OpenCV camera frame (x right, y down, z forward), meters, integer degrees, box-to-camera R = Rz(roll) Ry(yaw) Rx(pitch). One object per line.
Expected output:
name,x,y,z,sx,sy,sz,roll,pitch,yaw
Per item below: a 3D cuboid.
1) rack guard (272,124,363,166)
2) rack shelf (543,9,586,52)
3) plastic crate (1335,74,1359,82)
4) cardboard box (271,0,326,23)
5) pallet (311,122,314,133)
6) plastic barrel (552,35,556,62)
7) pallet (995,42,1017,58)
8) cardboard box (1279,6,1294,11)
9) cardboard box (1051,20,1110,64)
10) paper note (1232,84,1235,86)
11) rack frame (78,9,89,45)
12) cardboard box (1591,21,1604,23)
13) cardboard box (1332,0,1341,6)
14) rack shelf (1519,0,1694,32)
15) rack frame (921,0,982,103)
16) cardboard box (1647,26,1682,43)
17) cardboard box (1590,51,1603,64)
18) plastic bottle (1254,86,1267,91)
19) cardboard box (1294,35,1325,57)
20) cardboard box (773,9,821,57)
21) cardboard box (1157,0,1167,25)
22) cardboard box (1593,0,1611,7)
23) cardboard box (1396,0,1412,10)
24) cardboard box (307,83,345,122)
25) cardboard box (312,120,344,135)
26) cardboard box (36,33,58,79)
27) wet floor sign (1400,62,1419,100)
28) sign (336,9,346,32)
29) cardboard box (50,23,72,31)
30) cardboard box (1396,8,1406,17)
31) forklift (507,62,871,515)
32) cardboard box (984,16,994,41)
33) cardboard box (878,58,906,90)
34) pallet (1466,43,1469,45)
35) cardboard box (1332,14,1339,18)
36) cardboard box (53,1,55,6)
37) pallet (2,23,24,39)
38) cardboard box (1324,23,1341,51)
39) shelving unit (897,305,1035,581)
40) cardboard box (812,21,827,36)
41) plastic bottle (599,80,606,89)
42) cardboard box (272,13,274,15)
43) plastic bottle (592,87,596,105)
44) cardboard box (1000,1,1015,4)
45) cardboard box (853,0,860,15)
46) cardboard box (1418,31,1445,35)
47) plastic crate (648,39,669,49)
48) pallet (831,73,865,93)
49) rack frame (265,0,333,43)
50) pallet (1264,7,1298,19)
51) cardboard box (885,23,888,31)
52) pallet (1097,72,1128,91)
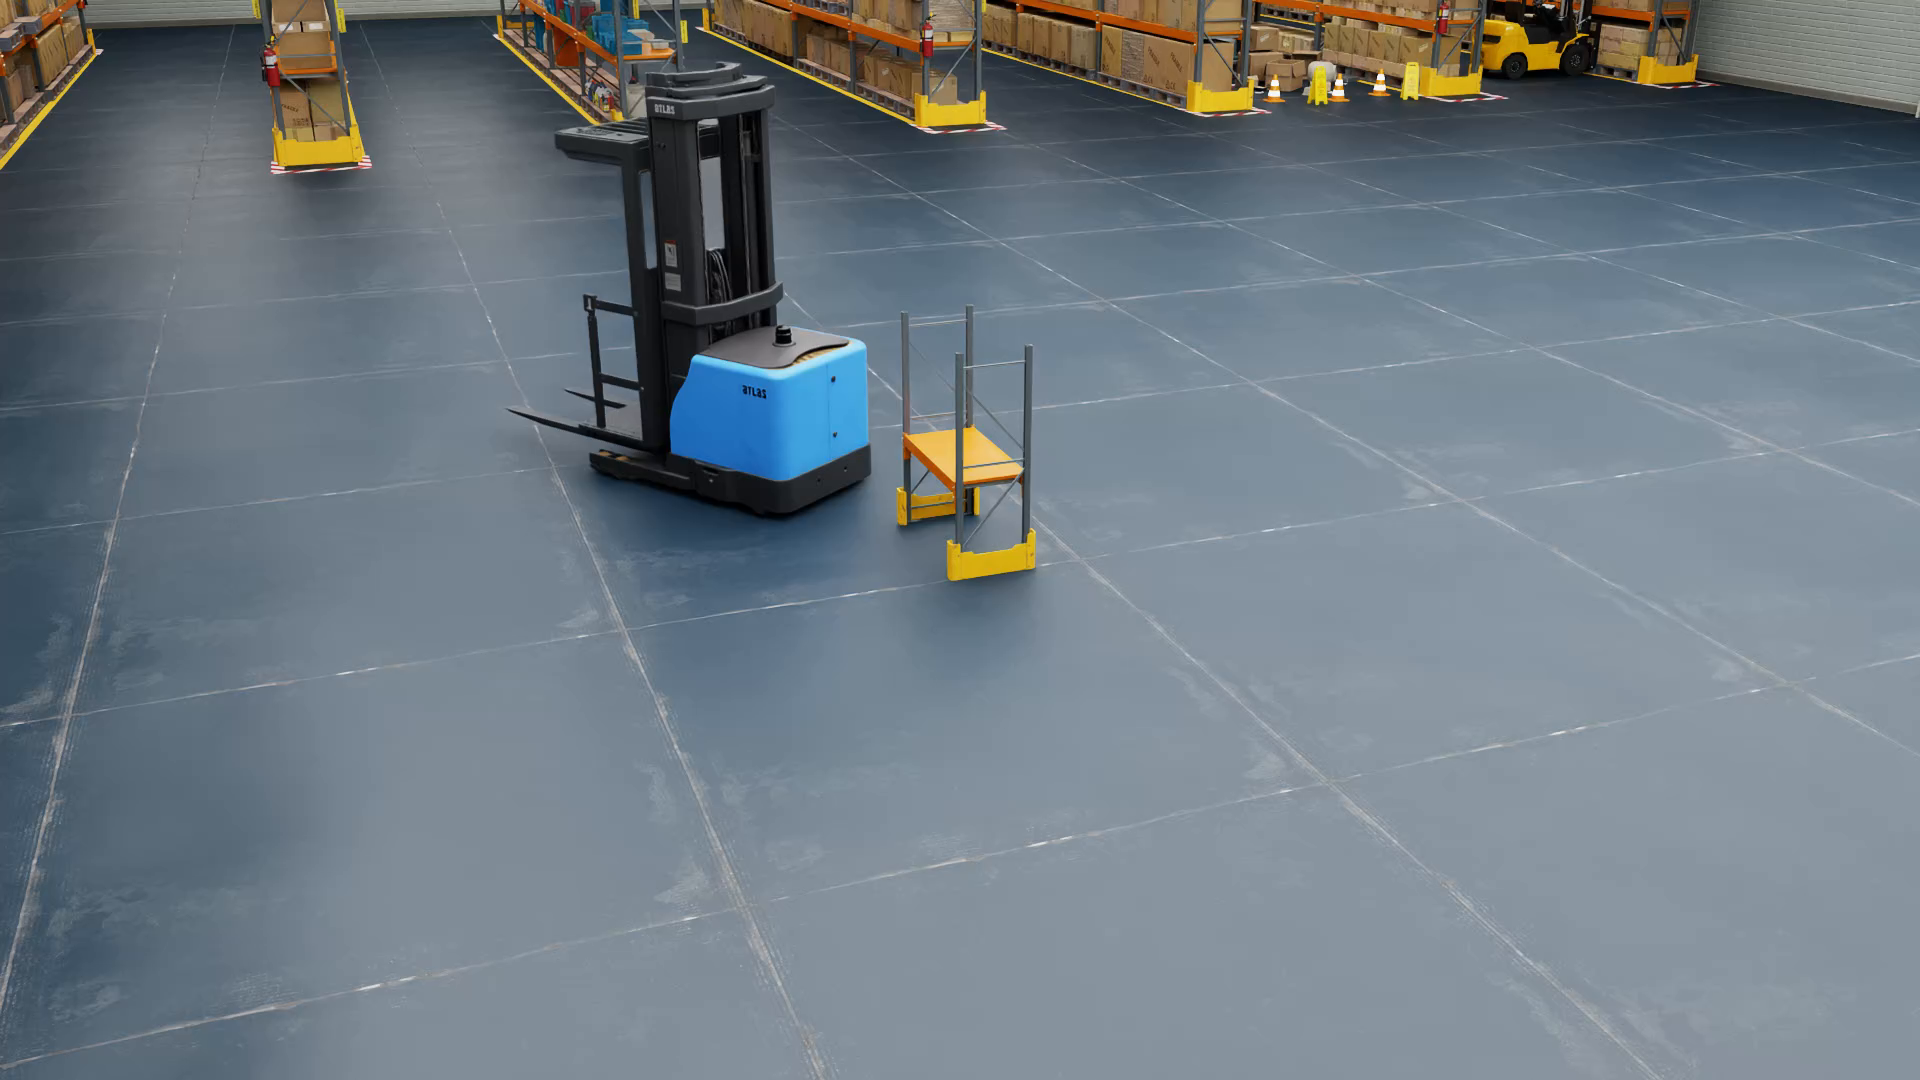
rack guard,-9.393,-5.783,24.328,1.175,0.500,0.348,-8,24,-19
rack shelf,-6.886,-9.471,30.785,1.077,0.370,4.000,-8,24,-19
plastic crate,7.513,-9.087,32.706,0.402,0.080,0.583,-18,29,-37
cardboard box,-9.573,-7.778,24.044,0.700,0.500,0.500,-8,24,-19
pallet,-10.138,-6.374,26.100,1.003,0.211,1.213,-8,24,-19
plastic barrel,-8.064,-9.944,33.644,0.421,0.512,0.421,0,23,0
pallet,1.442,-10.852,36.725,1.003,0.211,1.213,-8,24,-19
cardboard box,8.888,-14.271,43.924,0.700,0.500,0.500,-9,25,-21
cardboard box,2.490,-10.120,33.755,1.050,0.750,0.750,-8,24,-19
paper note,5.322,-8.785,32.064,0.172,0.023,0.155,0,23,-1
rack frame,-19.687,-12.077,36.041,1.000,3.000,0.127,-8,24,-19
cardboard box,12.781,-10.407,33.793,0.500,0.250,0.500,-9,24,-20
cardboard box,7.674,-10.756,33.231,0.380,0.149,0.250,-8,24,-17
rack shelf,13.074,-10.739,33.794,1.077,0.370,4.000,-8,24,-19
rack frame,-0.133,-8.302,27.085,1.000,3.000,0.127,-8,24,-19
cardboard box,13.788,-9.932,32.664,0.500,0.250,0.500,-9,24,-20
cardboard box,12.984,-9.763,33.550,0.500,0.250,0.500,-8,24,-18
plastic bottle,5.637,-8.513,31.370,0.133,0.061,0.283,-18,29,-37
cardboard box,7.538,-10.288,34.639,0.950,0.372,0.625,-8,24,-18
cardboard box,-3.183,-10.677,34.914,1.225,0.875,0.875,-10,25,-21
cardboard box,4.075,-9.561,29.879,0.875,0.550,0.550,-8,24,-19
cardboard box,13.005,-10.909,33.141,0.500,0.500,0.500,-9,24,-20
cardboard box,8.516,-10.187,31.045,0.500,0.500,0.500,-8,24,-19
cardboard box,-9.561,-6.623,25.135,0.500,0.500,0.500,-8,24,-19
cardboard box,-9.563,-6.277,25.280,0.500,0.250,0.500,-8,24,-19
cardboard box,-17.301,-8.977,30.914,0.750,0.750,0.750,-8,24,-19
wet floor sign,8.205,-8.361,30.256,0.267,0.644,0.232,0,23,-1
sign,-8.880,-7.453,23.855,0.100,0.325,0.005,-8,24,-19
cardboard box,-18.577,-10.589,34.353,0.380,0.149,0.250,-9,24,-20
cardboard box,8.423,-9.915,31.235,0.380,0.149,0.250,-8,24,-18
forklift,-2.153,-1.955,12.114,3.031,2.935,1.130,15,27,32
cardboard box,0.858,-11.476,37.294,0.500,0.500,0.500,-9,25,-21
cardboard box,-1.232,-8.439,30.088,0.500,0.500,0.500,-1,23,-2
pallet,11.209,-11.661,38.646,1.003,0.211,1.213,-8,24,-19
cardboard box,9.699,-13.347,41.733,0.500,0.500,0.500,-9,24,-20
cardboard box,-17.889,-10.433,32.438,0.380,0.149,0.250,-8,24,-18
pallet,-16.123,-8.368,27.488,1.003,0.211,1.213,-8,24,-19
cardboard box,7.681,-10.135,33.469,0.500,0.500,0.500,-7,24,-16
shelving unit,0.027,-0.663,10.893,0.587,1.500,1.083,-8,24,-19
cardboard box,-2.694,-10.366,33.668,0.500,0.250,0.500,-7,24,-17
plastic bottle,-6.147,-7.727,28.566,0.144,0.351,0.185,-8,24,-19
cardboard box,-10.173,-7.872,25.101,0.380,0.149,0.250,-8,24,-18
plastic bottle,-6.196,-7.542,28.213,0.061,0.283,0.133,-7,24,-17
cardboard box,1.173,-12.078,37.757,0.500,0.250,0.500,-9,25,-21
cardboard box,-1.445,-9.766,30.048,0.875,0.500,0.500,-8,24,-19
cardboard box,8.914,-9.462,31.873,0.500,0.500,0.500,-9,25,-21
plastic crate,-4.781,-7.870,26.400,0.298,0.136,0.250,-8,24,-19
pallet,-1.822,-8.753,31.745,1.003,0.211,1.213,-8,24,-19
rack frame,-10.815,-8.397,27.311,1.000,3.000,0.127,-8,24,-19
pallet,8.865,-14.113,44.462,1.003,0.211,1.213,-8,24,-19
cardboard box,-1.078,-8.892,28.809,0.380,0.149,0.250,-8,24,-19
pallet,3.326,-8.827,31.921,1.003,0.211,1.213,-8,24,-19
